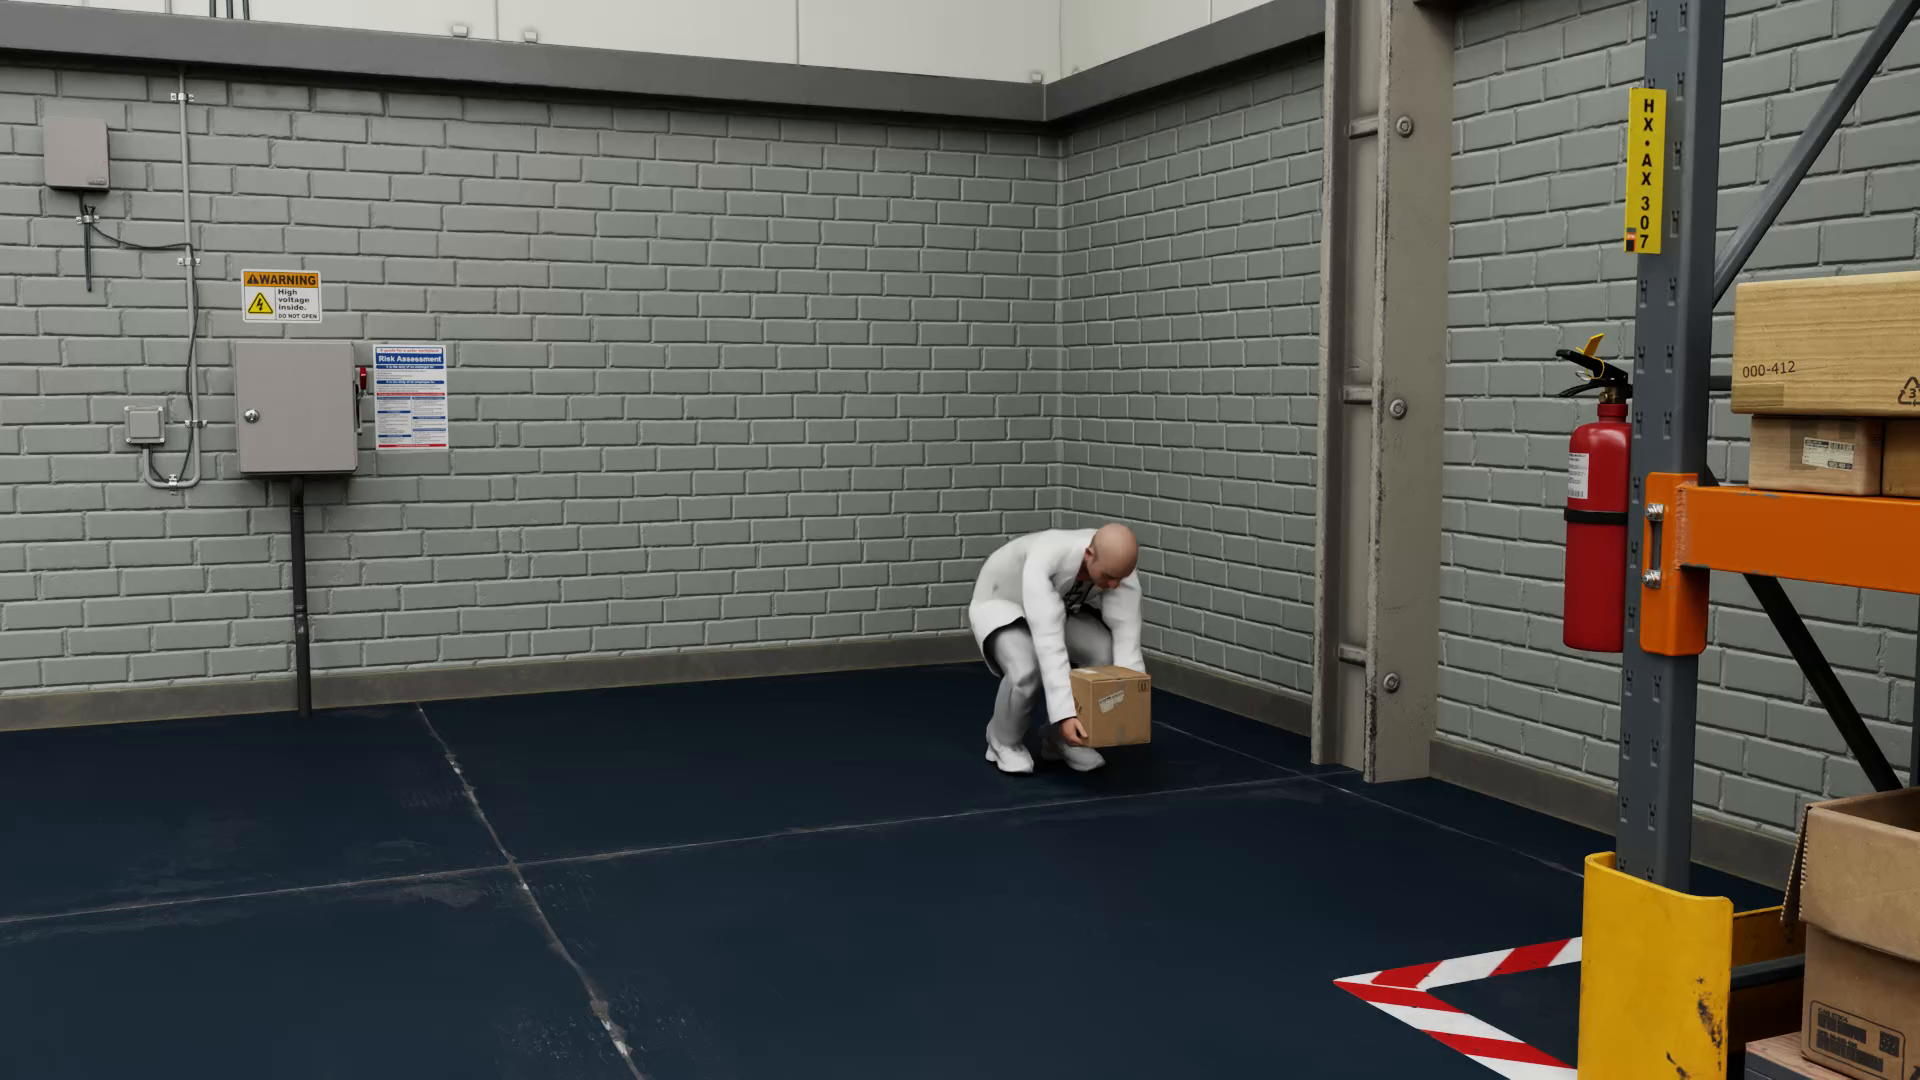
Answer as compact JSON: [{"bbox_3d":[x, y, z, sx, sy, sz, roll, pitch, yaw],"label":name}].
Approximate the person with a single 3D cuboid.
[{"bbox_3d":[0.381,0.427,6.454,0.584,0.973,0.931,-3,6,-26],"label":"person"}]
